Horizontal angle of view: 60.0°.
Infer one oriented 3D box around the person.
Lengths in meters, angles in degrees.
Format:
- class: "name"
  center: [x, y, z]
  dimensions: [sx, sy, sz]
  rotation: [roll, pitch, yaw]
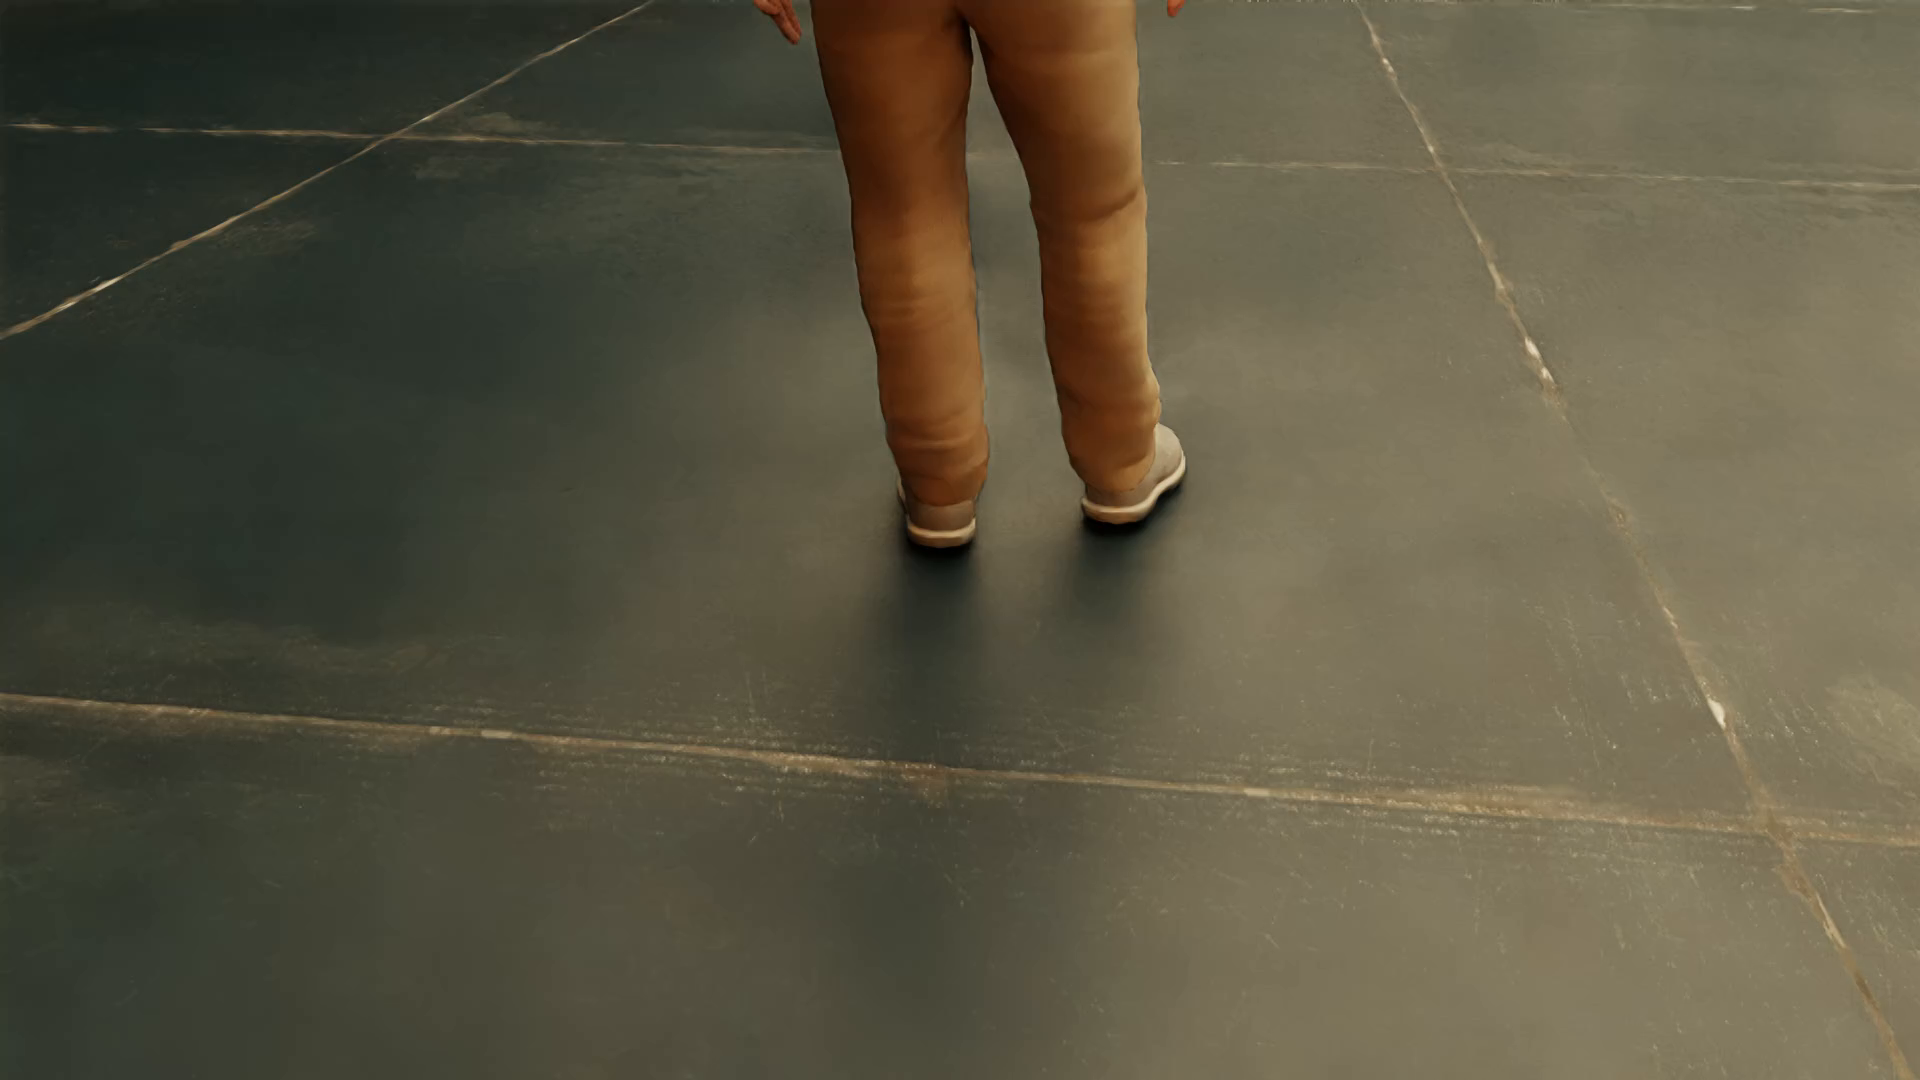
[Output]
- class: "person"
  center: [0.024, -0.789, 2.205]
  dimensions: [0.640, 1.659, 0.550]
  rotation: [3, 27, 7]
